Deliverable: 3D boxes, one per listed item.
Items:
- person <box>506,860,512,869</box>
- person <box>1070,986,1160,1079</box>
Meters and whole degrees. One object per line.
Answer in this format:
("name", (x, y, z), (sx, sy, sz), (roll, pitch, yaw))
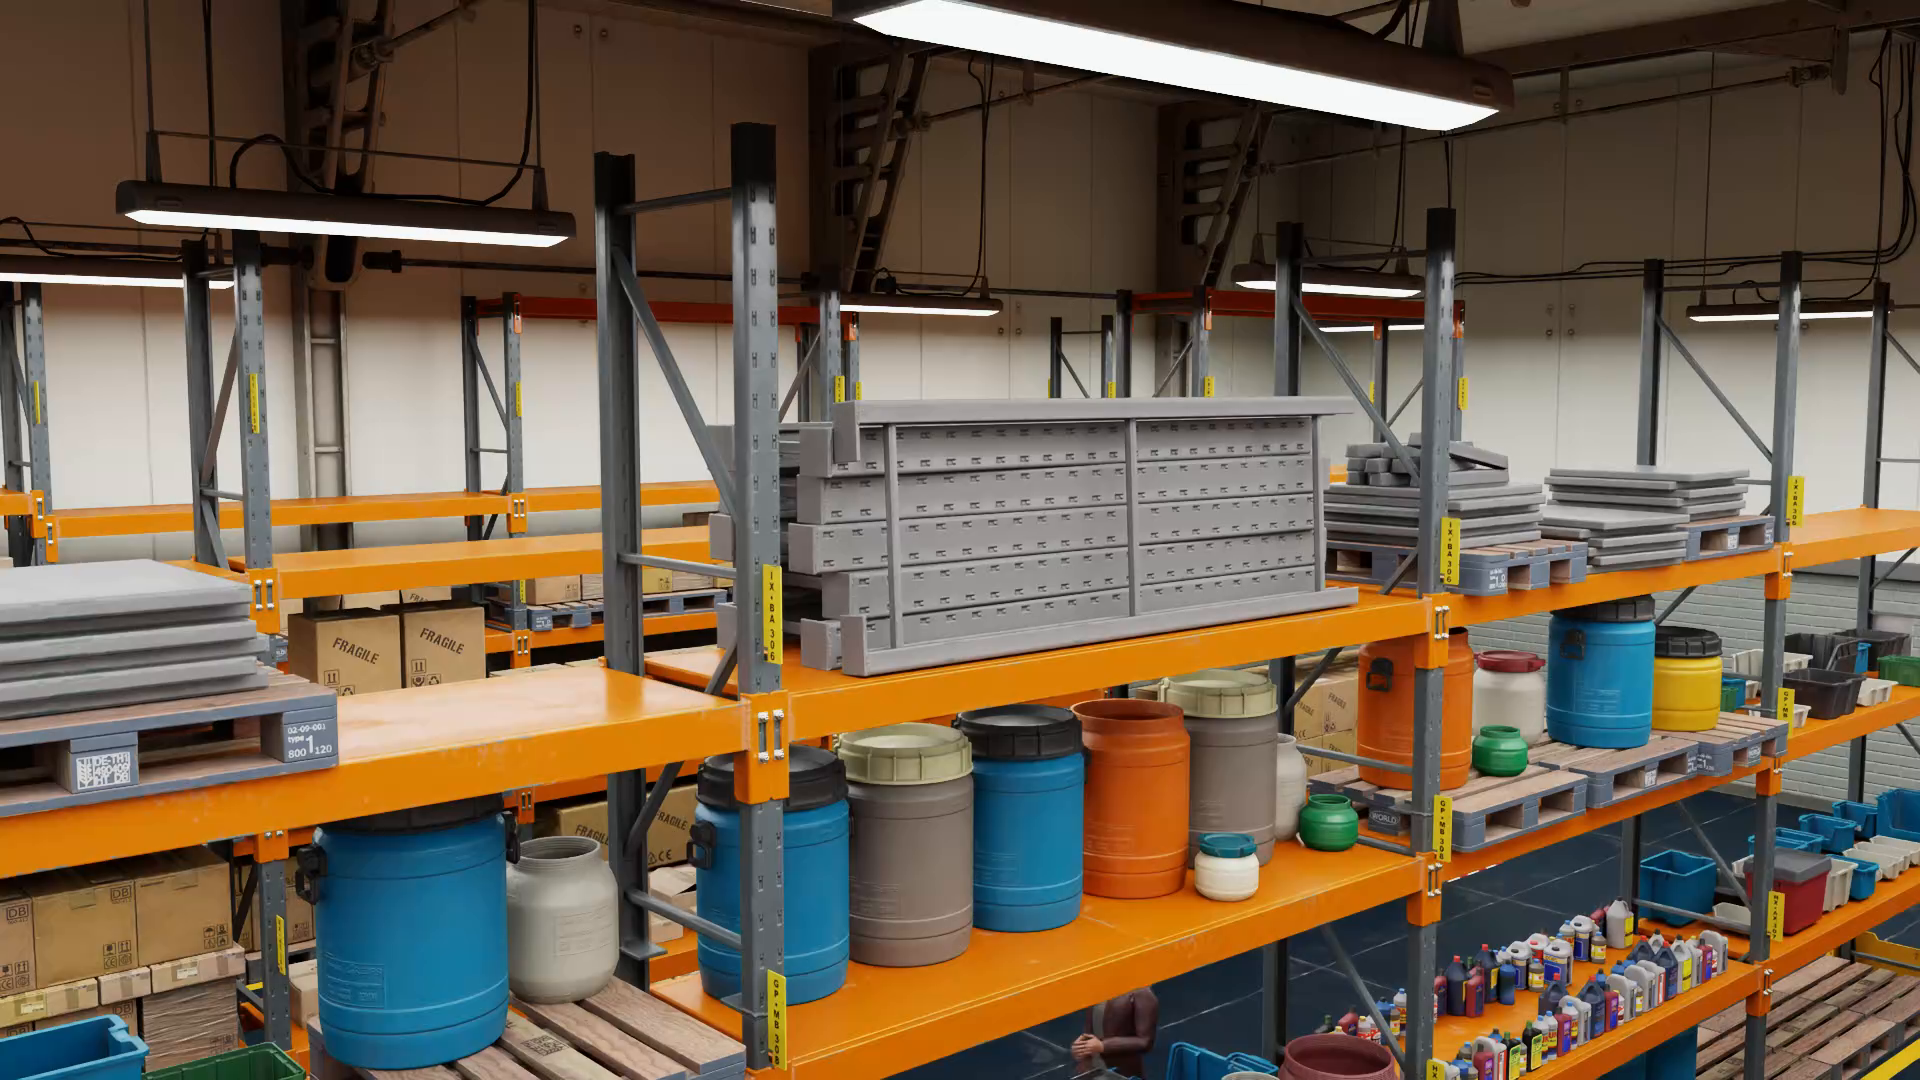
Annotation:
("person", (-3.669, 3.039, 12.828), (0.843, 1.821, 0.636), (-5, 7, -43))
("person", (0.923, 3.316, 10.282), (0.683, 1.783, 0.748), (5, 8, 44))
